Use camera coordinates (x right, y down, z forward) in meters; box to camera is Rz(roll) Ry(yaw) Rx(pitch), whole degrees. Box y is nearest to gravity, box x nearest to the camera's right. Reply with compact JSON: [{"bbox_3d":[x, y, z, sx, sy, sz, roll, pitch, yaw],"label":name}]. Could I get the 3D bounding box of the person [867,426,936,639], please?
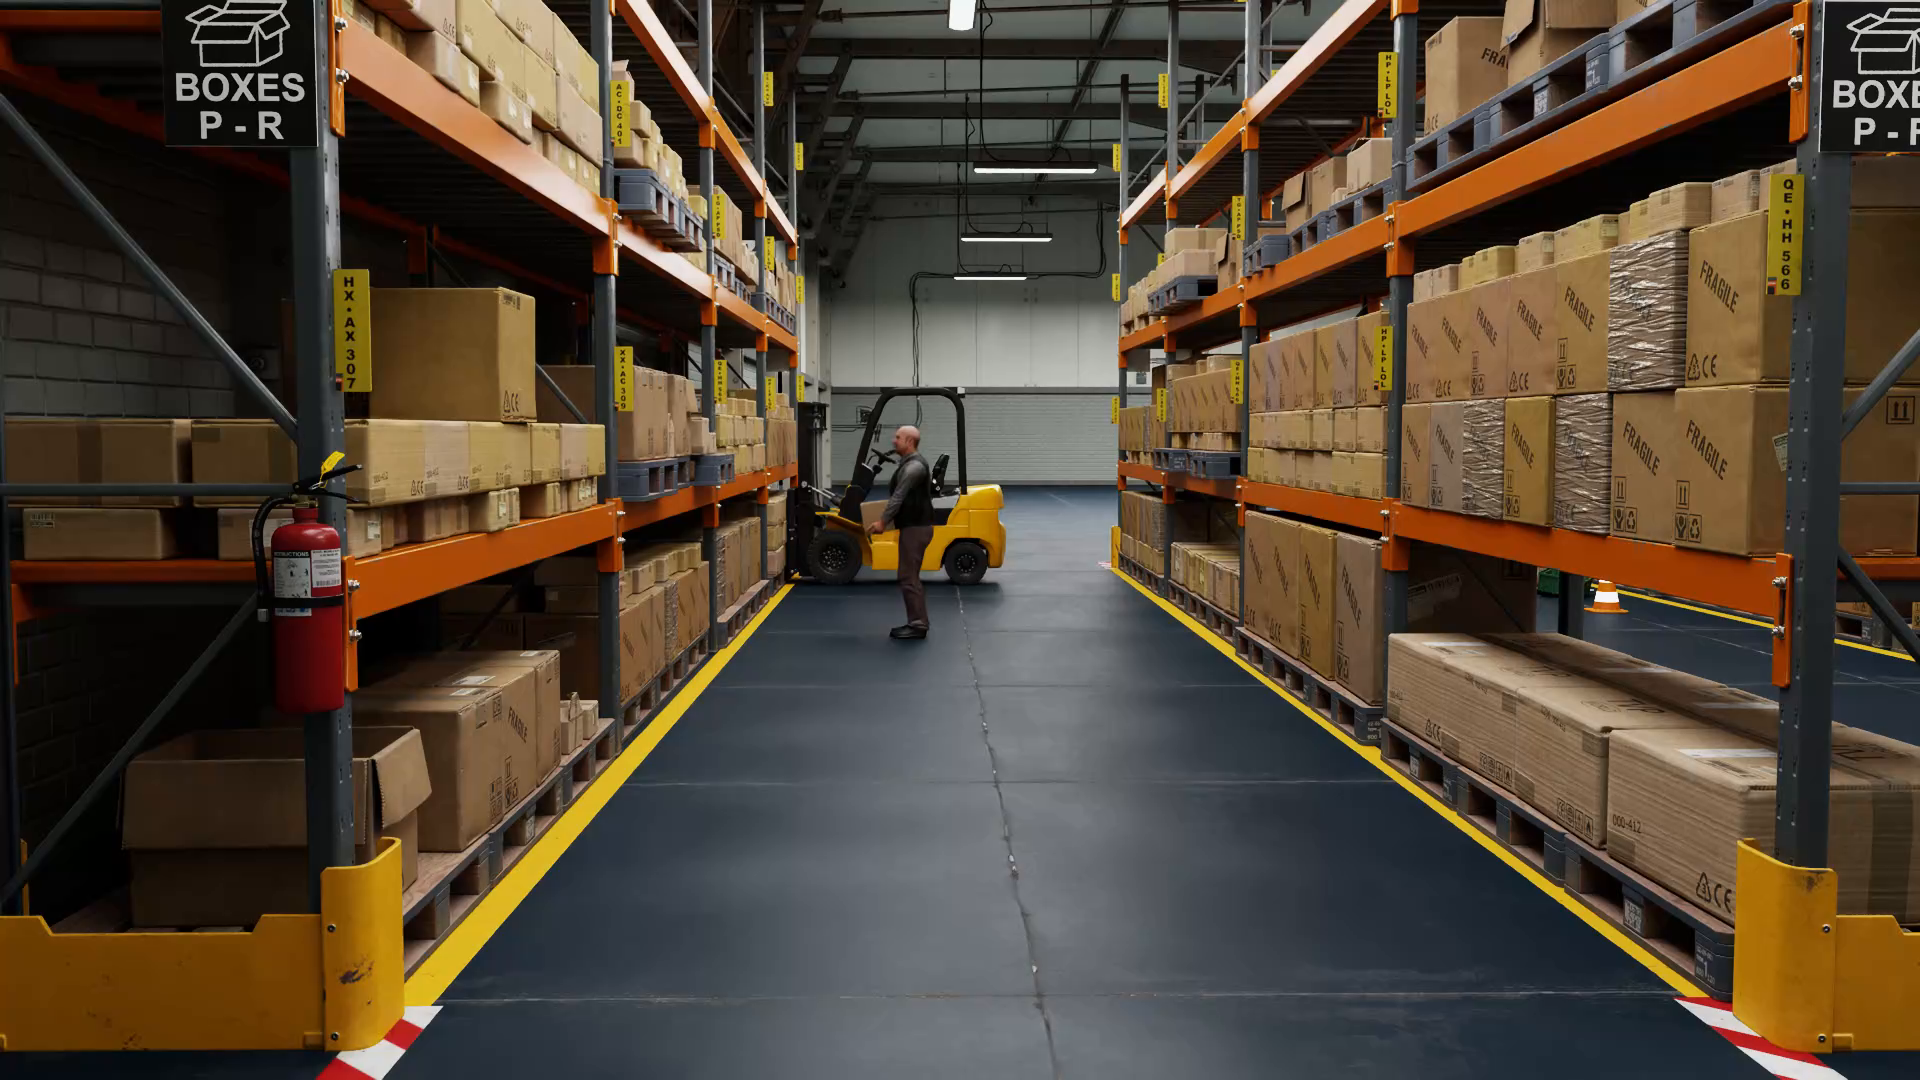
[{"bbox_3d":[-0.474,-0.068,13.523,0.558,1.720,0.494,0,4,-2],"label":"person"}]
